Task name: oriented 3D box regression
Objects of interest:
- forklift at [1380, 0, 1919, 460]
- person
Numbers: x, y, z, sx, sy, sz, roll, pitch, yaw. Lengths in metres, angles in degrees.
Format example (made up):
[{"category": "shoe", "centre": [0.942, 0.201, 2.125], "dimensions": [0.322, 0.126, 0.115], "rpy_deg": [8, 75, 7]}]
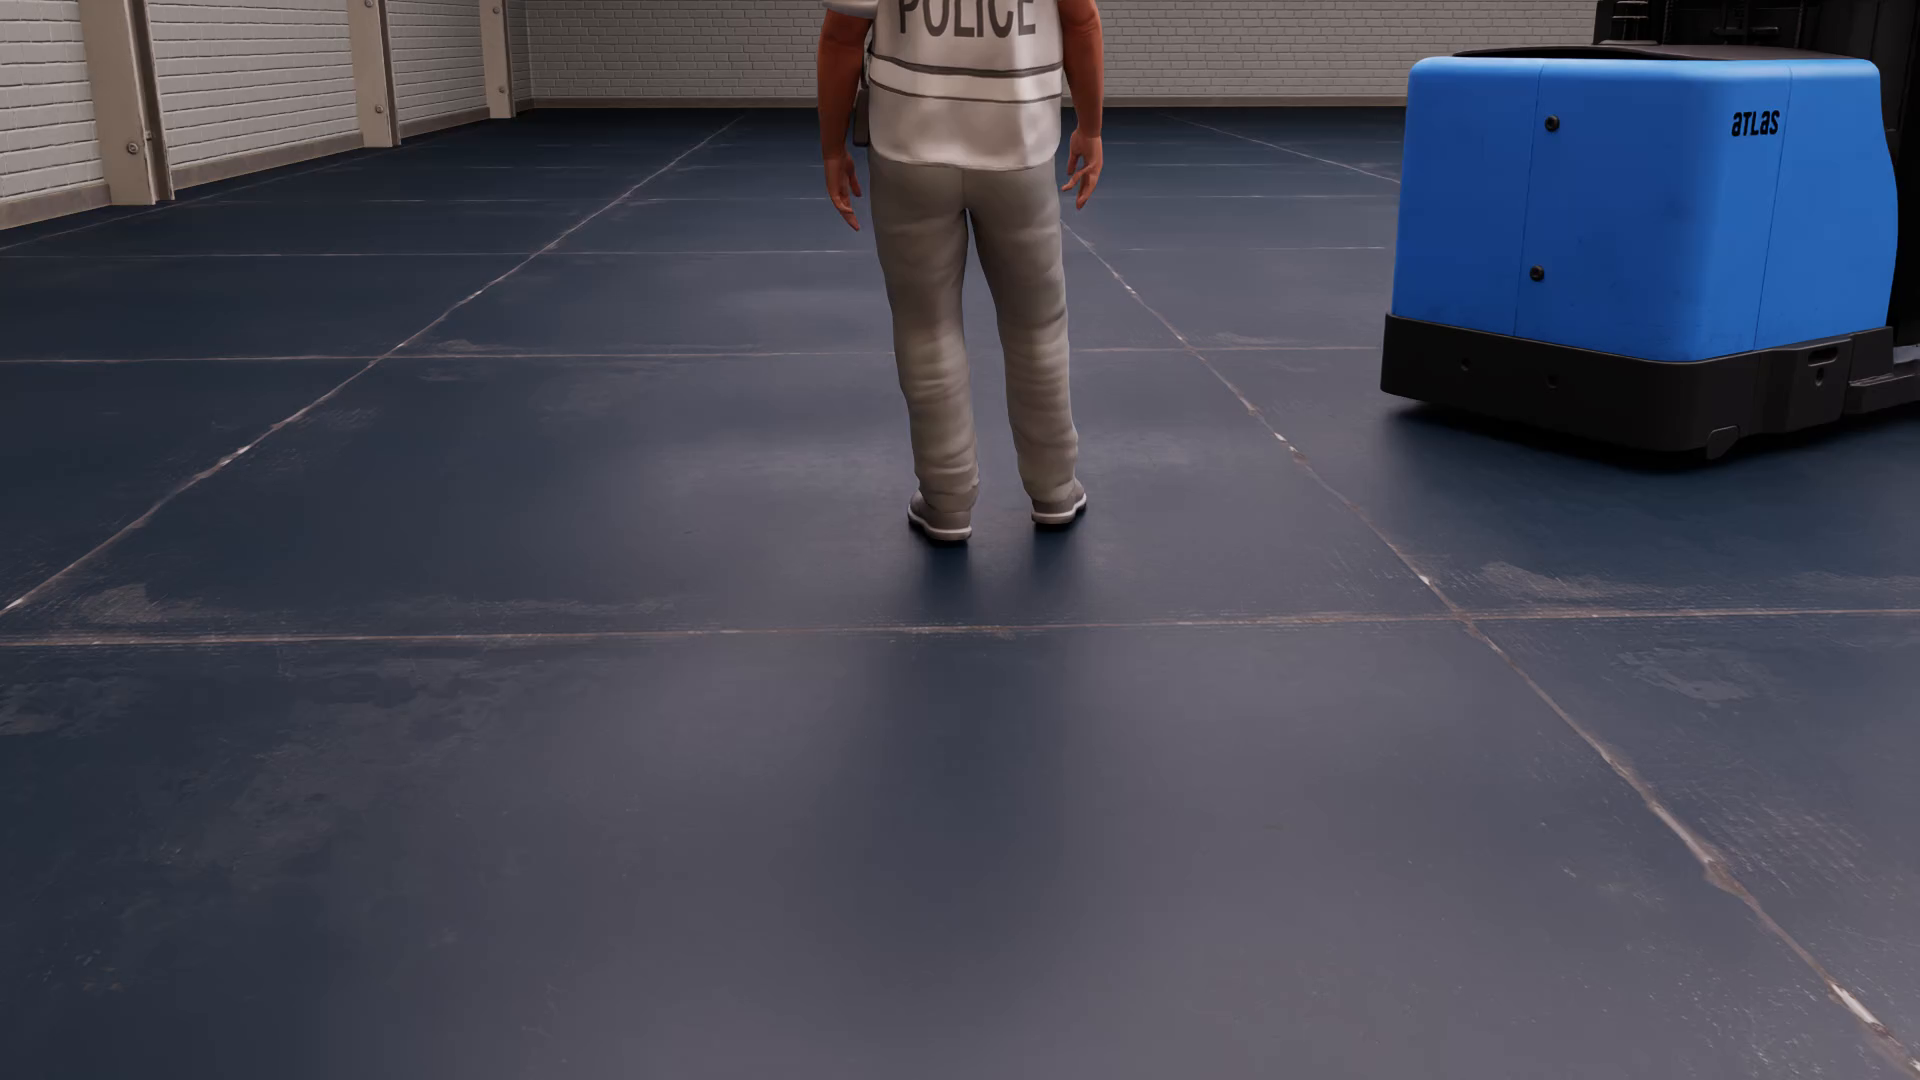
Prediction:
[{"category": "forklift", "centre": [2.820, -1.933, 5.228], "dimensions": [3.031, 2.935, 1.130], "rpy_deg": [-11, 20, -33]}, {"category": "person", "centre": [0.008, -0.883, 3.730], "dimensions": [0.641, 1.780, 0.574], "rpy_deg": [-1, 17, -3]}]
